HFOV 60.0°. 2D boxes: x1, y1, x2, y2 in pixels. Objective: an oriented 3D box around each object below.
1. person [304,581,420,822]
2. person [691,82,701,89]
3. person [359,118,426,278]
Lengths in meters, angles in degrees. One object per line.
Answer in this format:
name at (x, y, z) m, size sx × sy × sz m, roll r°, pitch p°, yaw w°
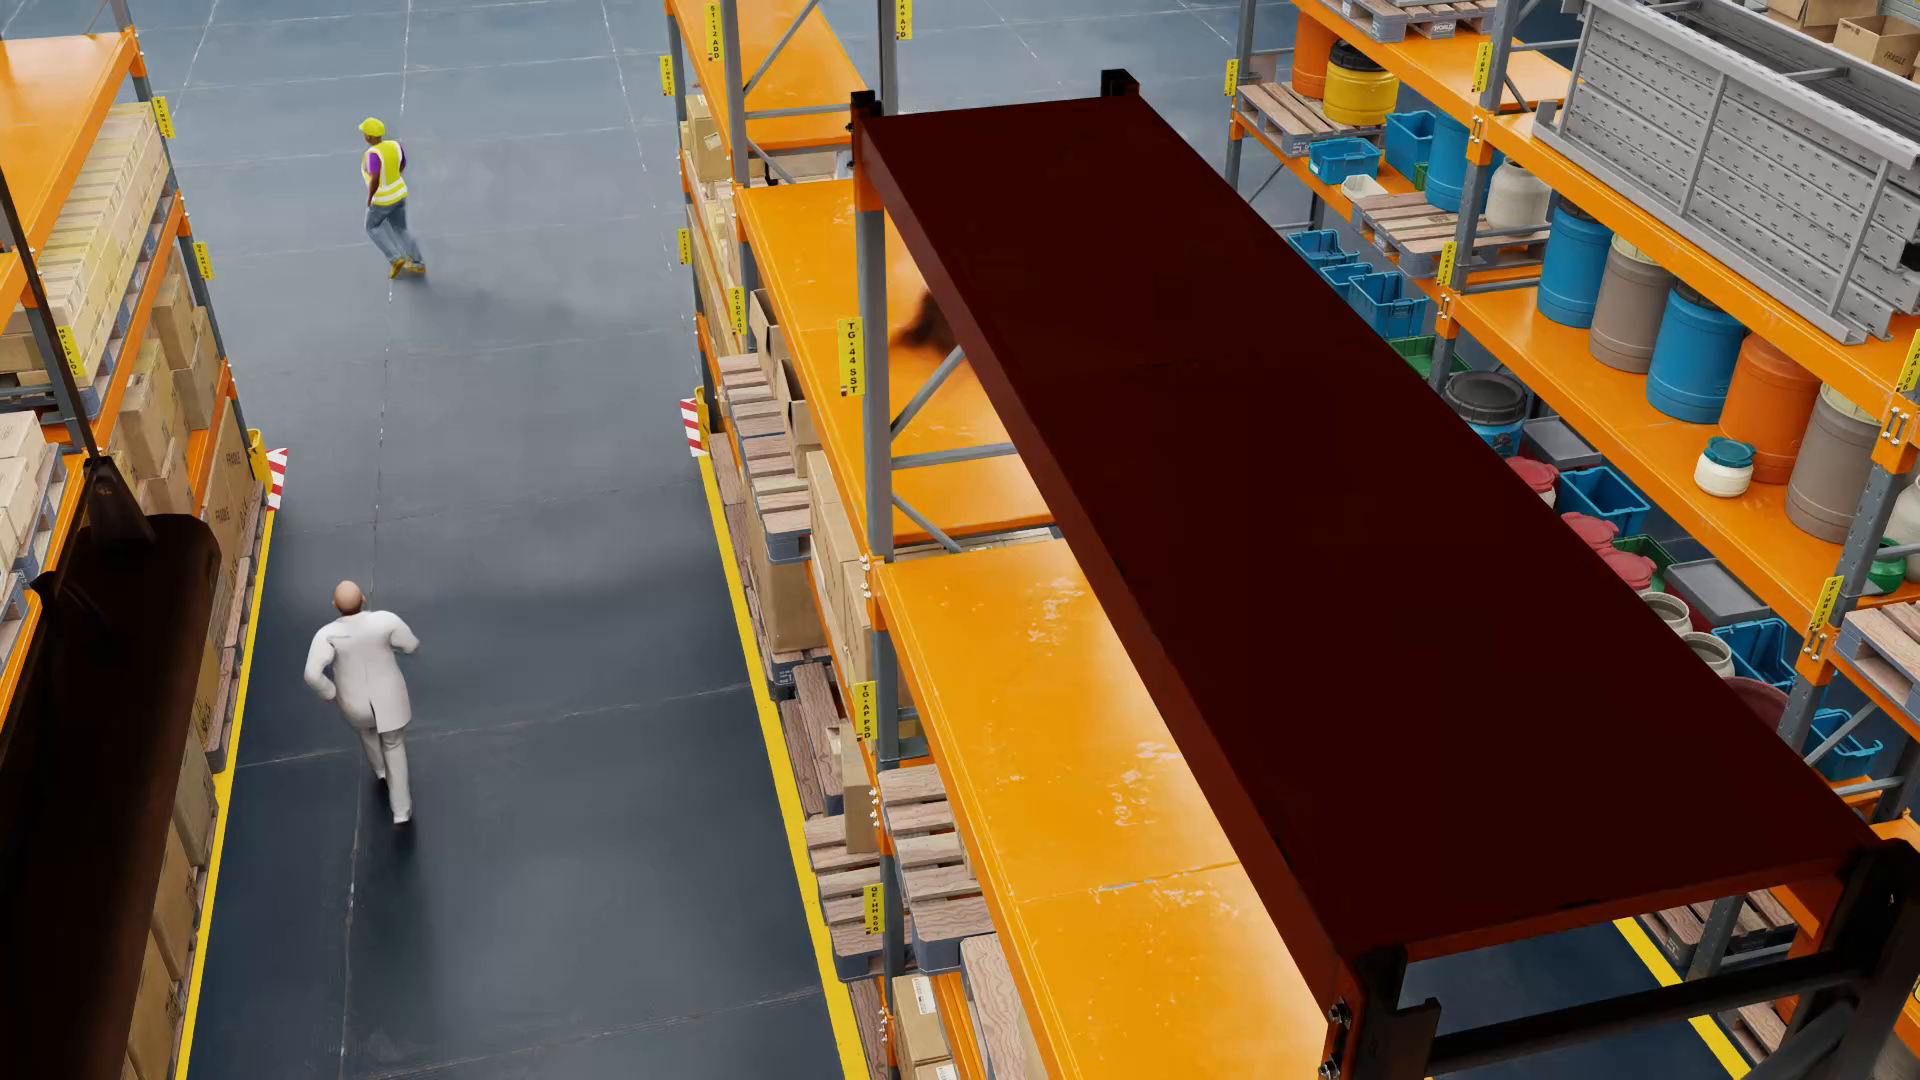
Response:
person at (-3.855, 1.047, 10.967) m, size 0.696 × 1.825 × 0.950 m, roll -9°, pitch 36°, yaw -13°
person at (-2.926, -5.270, 20.330) m, size 0.809 × 1.703 × 0.596 m, roll 6°, pitch 35°, yaw 9°
person at (-6.209, -3.675, 17.923) m, size 0.684 × 1.780 × 0.734 m, roll 15°, pitch 37°, yaw 21°
